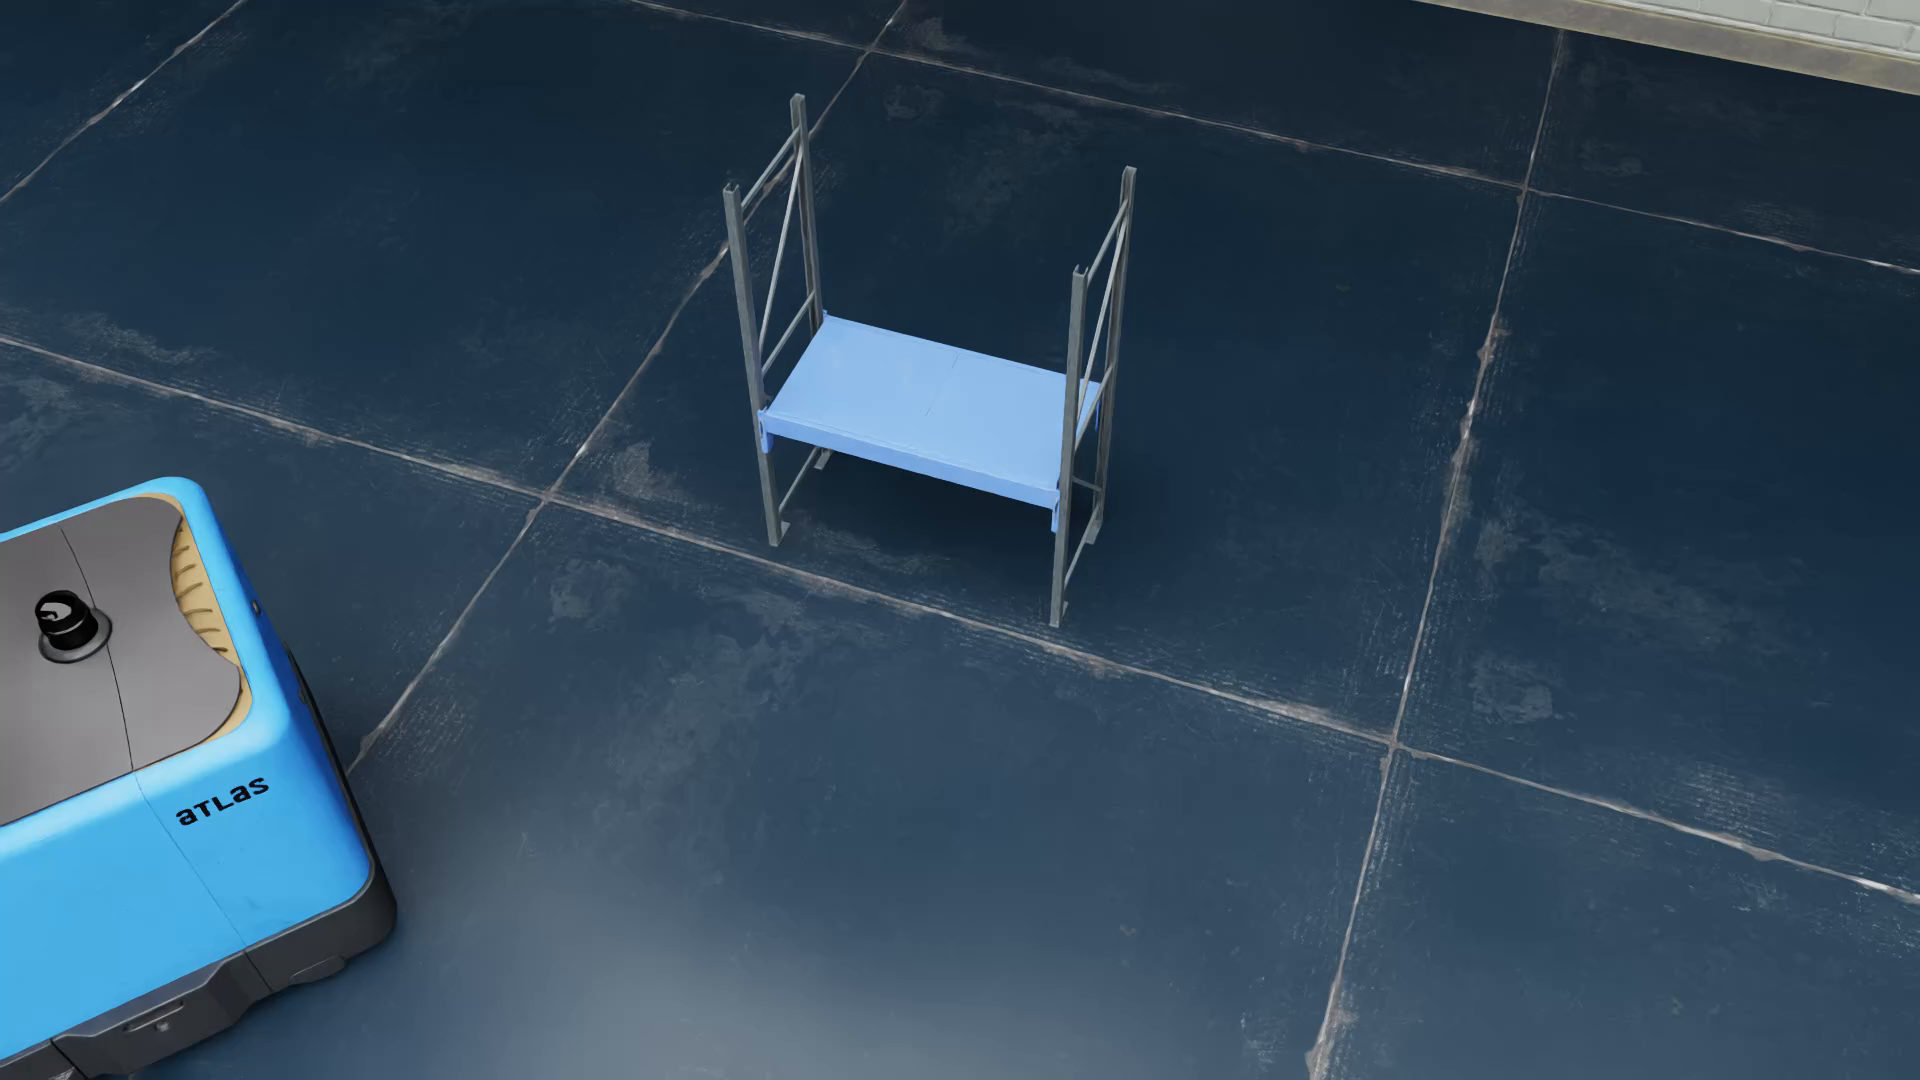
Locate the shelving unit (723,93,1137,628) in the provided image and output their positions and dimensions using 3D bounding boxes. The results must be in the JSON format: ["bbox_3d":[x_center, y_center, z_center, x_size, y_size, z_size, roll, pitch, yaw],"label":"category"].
[{"bbox_3d":[-0.080,-0.514,5.203,1.048,1.500,0.538,16,51,13],"label":"shelving unit"}]

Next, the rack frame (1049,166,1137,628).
[{"bbox_3d":[0.397,-0.380,5.087,0.032,1.500,0.500,16,51,13],"label":"rack frame"}]

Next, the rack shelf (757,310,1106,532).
[{"bbox_3d":[-0.080,-0.396,5.339,1.000,0.185,0.538,16,51,13],"label":"rack shelf"}]

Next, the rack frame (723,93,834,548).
[{"bbox_3d":[-0.557,-0.647,5.318,0.032,1.500,0.500,16,51,13],"label":"rack frame"}]

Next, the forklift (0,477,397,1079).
[{"bbox_3d":[-3.134,0.425,3.442,3.031,2.935,1.130,-24,53,-19],"label":"forklift"}]
